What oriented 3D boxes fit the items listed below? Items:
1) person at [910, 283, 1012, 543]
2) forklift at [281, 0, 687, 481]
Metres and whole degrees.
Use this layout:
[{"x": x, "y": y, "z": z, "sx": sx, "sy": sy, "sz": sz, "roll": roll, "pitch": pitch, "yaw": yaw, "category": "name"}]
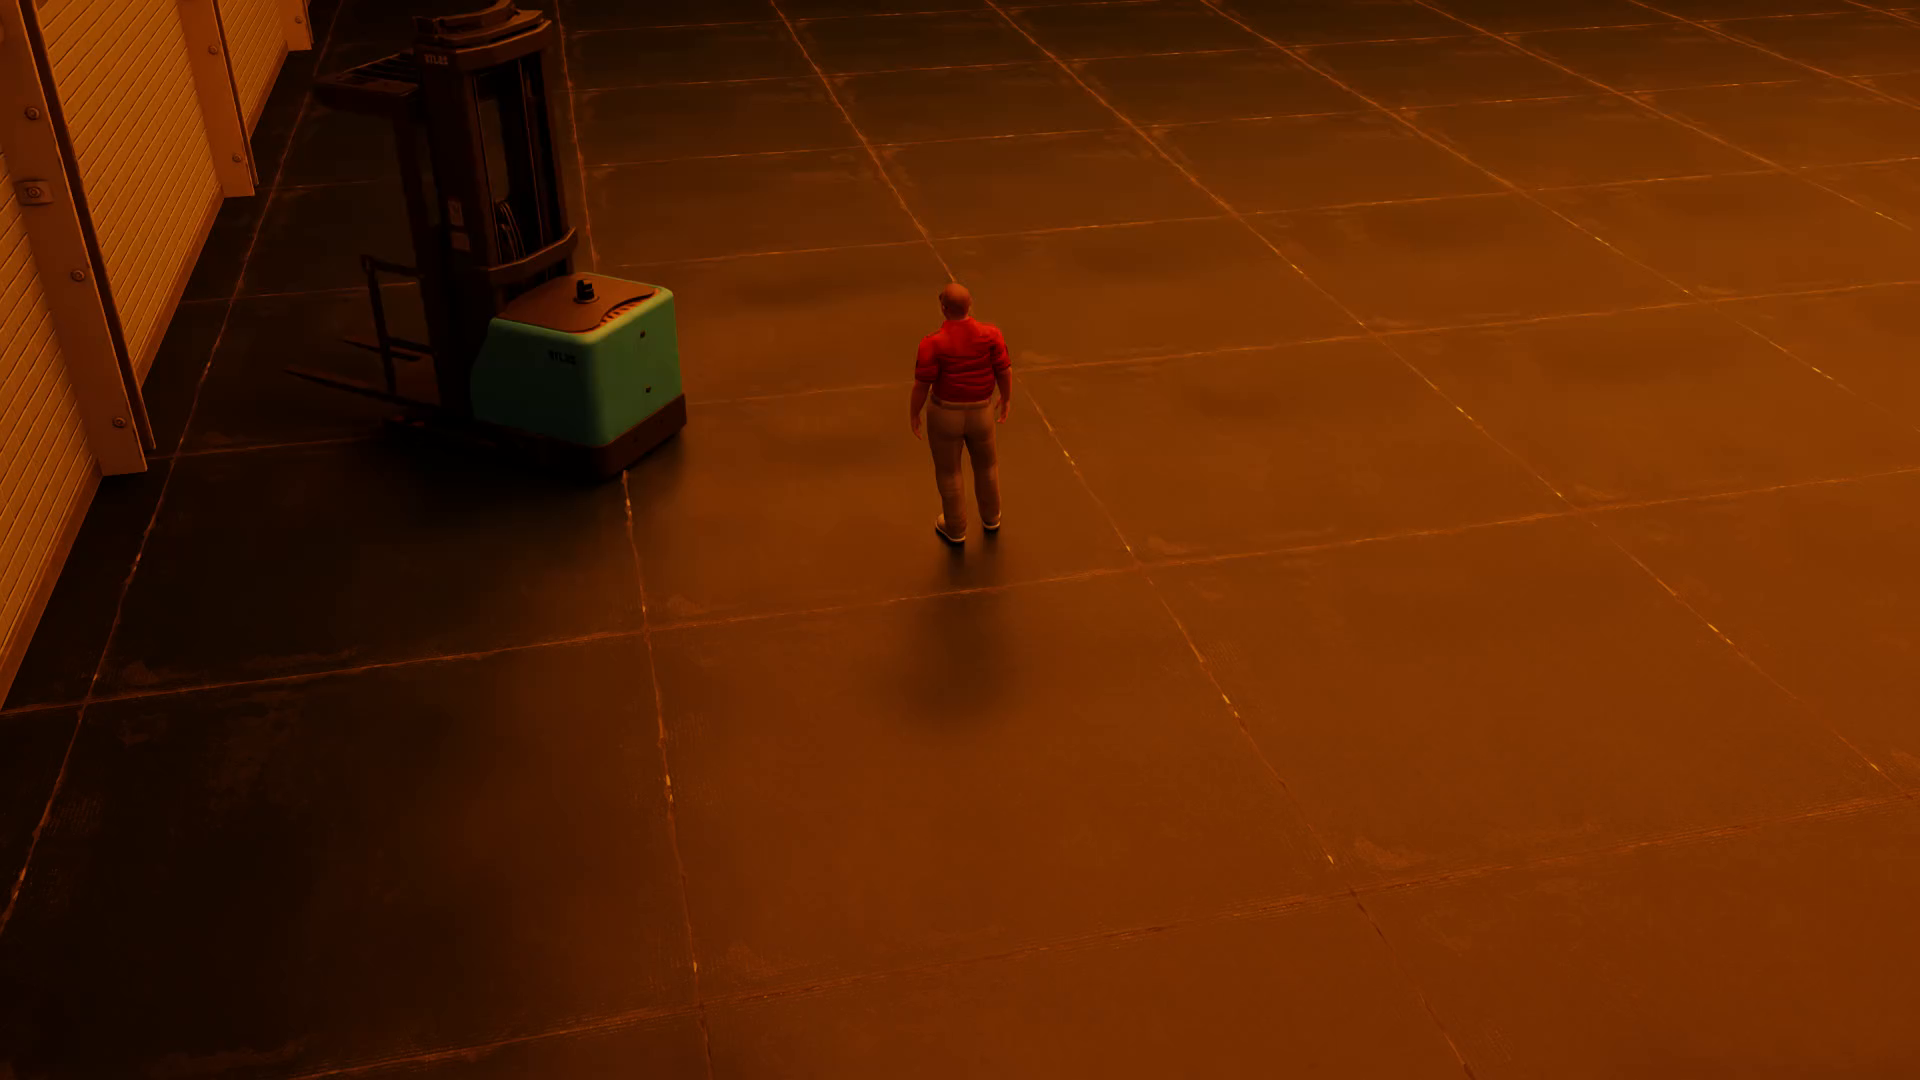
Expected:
[{"x": -0.009, "y": -0.799, "z": 10.141, "sx": 0.640, "sy": 1.727, "sz": 0.551, "roll": -7, "pitch": 31, "yaw": -12, "category": "person"}, {"x": -3.491, "y": -2.159, "z": 11.304, "sx": 3.031, "sy": 2.935, "sz": 1.130, "roll": 14, "pitch": 33, "yaw": 22, "category": "forklift"}]
